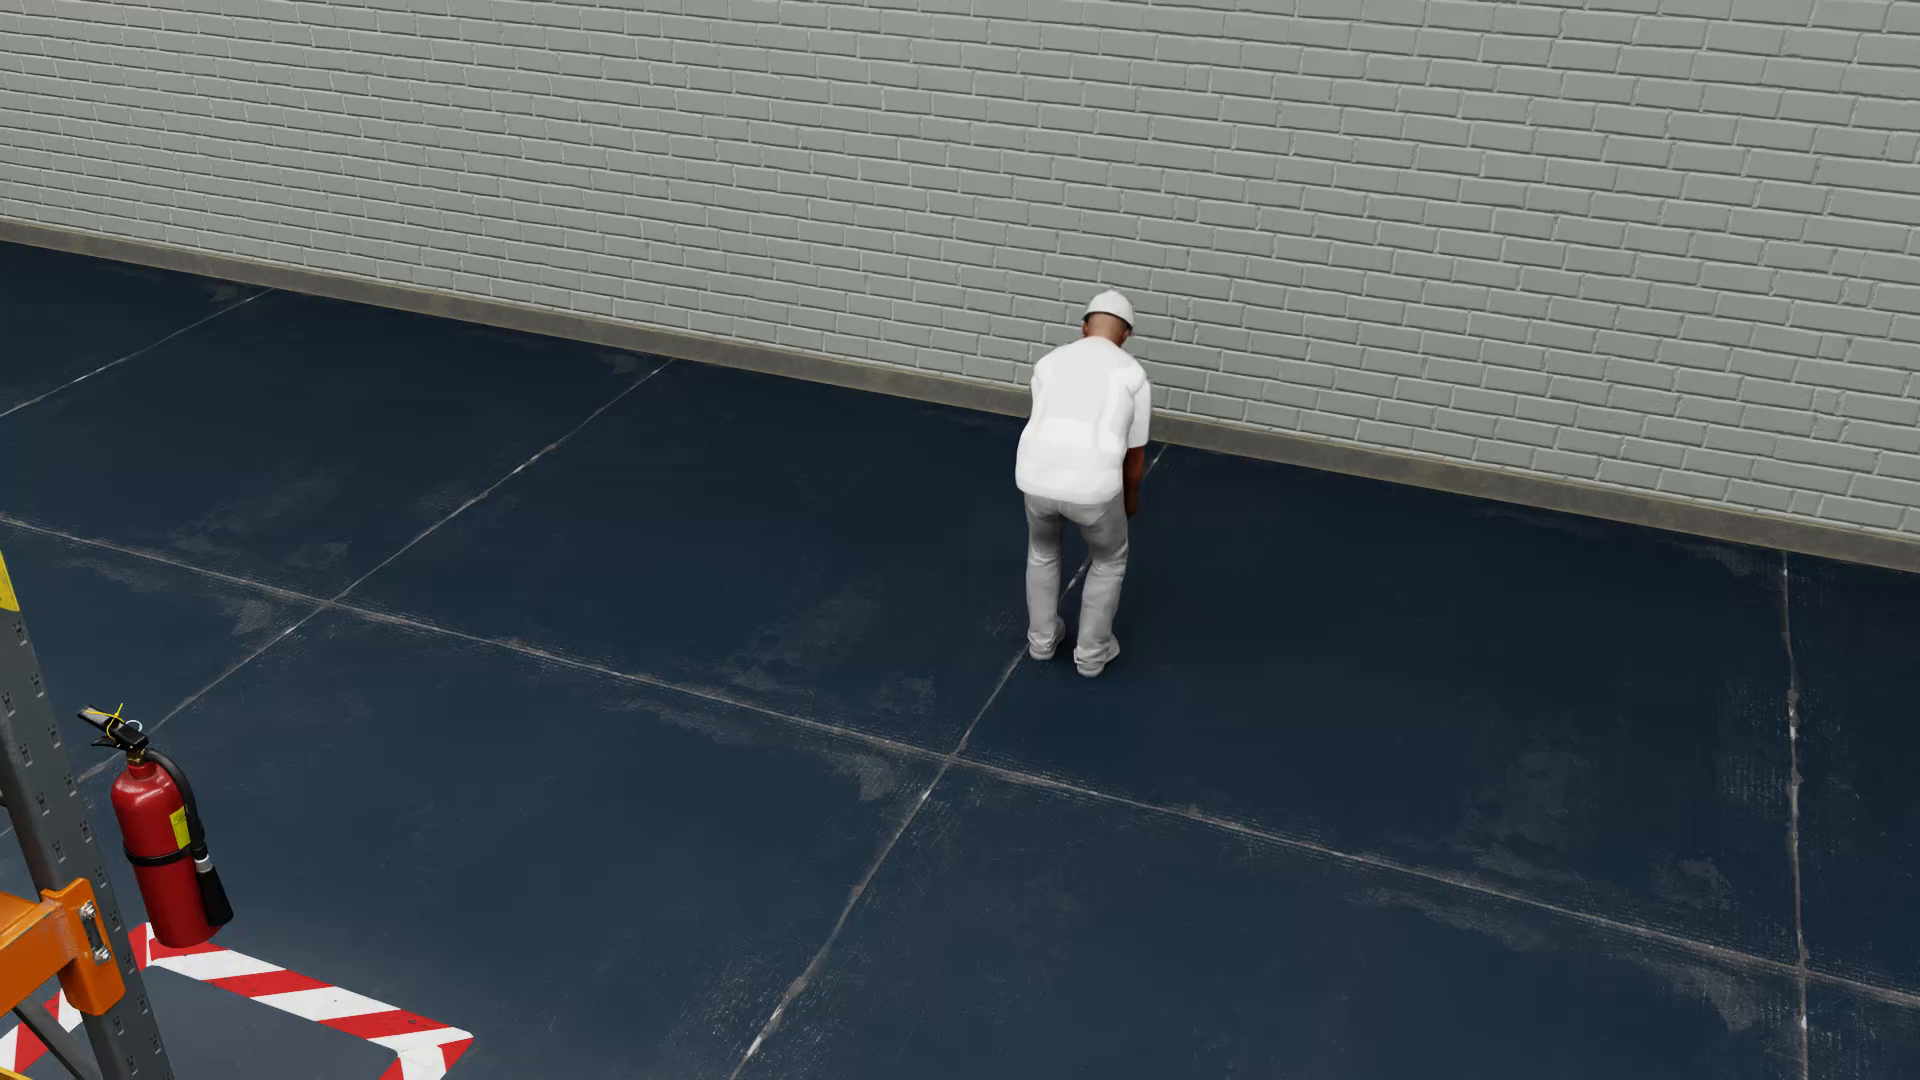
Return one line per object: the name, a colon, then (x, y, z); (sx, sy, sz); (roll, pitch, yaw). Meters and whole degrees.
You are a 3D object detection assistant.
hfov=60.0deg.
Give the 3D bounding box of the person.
person: (0.505, -0.233, 6.831); (0.488, 1.454, 0.857); (10, 31, 18)
